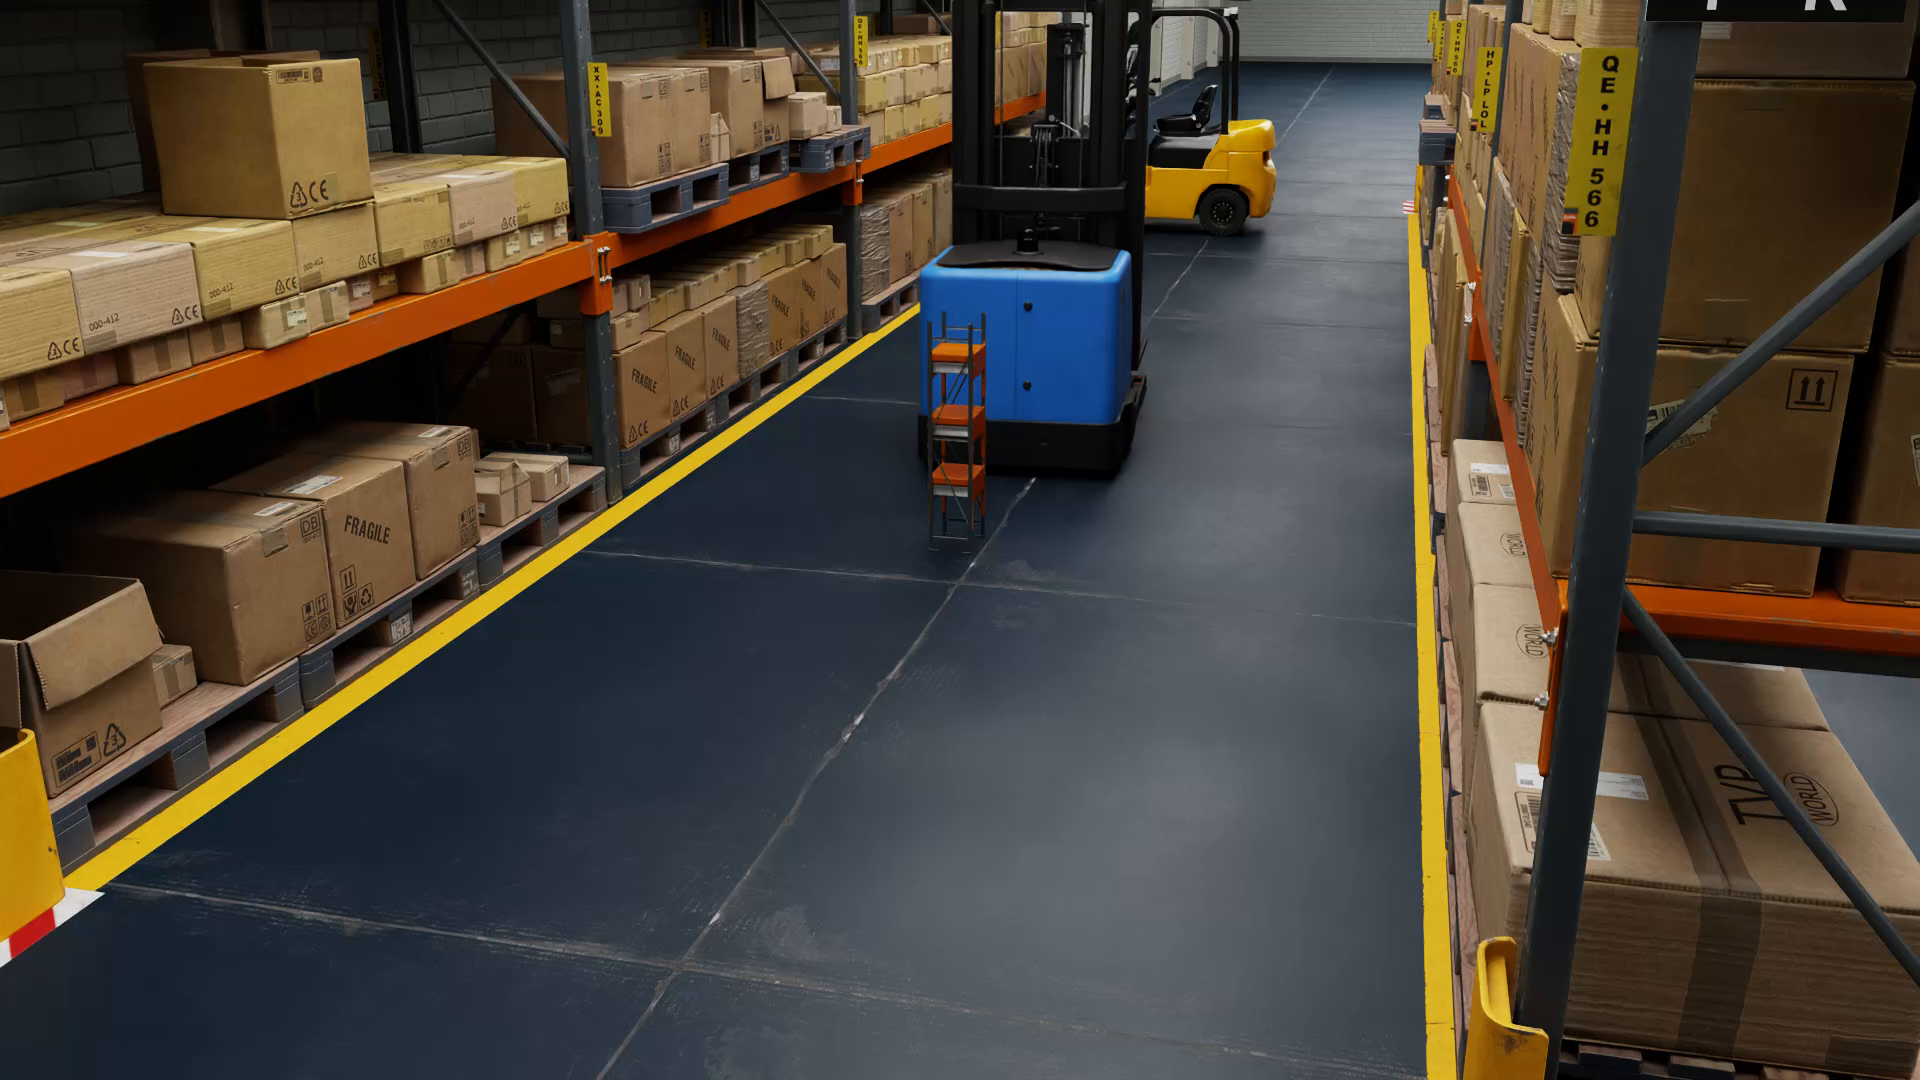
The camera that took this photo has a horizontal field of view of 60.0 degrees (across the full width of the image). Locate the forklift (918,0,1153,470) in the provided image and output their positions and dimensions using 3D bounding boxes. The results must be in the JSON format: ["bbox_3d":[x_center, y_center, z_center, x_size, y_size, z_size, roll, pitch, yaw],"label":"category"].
[{"bbox_3d":[0.540,-2.183,9.543,1.130,2.935,3.031,3,19,9],"label":"forklift"}]

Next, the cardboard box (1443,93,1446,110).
[{"bbox_3d":[3.804,-3.282,12.395,0.380,0.149,0.250,5,20,15],"label":"cardboard box"}]

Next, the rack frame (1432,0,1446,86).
[{"bbox_3d":[5.568,-5.011,17.717,1.000,3.000,0.127,5,19,13],"label":"rack frame"}]

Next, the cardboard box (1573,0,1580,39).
[{"bbox_3d":[1.894,-1.437,4.548,0.380,0.149,0.250,5,20,15],"label":"cardboard box"}]

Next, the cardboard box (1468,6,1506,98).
[{"bbox_3d":[3.144,-2.732,9.345,0.500,0.500,0.500,5,19,14],"label":"cardboard box"}]

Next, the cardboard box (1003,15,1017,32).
[{"bbox_3d":[0.335,-4.962,15.955,0.380,0.149,0.250,5,20,15],"label":"cardboard box"}]

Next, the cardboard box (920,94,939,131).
[{"bbox_3d":[-0.480,-3.425,13.305,0.500,0.250,0.500,5,20,15],"label":"cardboard box"}]

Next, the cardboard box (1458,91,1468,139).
[{"bbox_3d":[3.251,-2.530,9.911,0.500,0.250,0.500,5,19,13],"label":"cardboard box"}]

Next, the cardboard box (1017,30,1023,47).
[{"bbox_3d":[0.406,-4.900,16.234,0.380,0.149,0.250,4,19,13],"label":"cardboard box"}]

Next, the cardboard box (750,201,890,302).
[{"bbox_3d":[-1.035,-2.163,12.405,0.875,0.625,0.625,5,20,15],"label":"cardboard box"}]

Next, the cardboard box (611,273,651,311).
[{"bbox_3d":[-1.815,-1.281,8.550,0.380,0.149,0.250,4,19,11],"label":"cardboard box"}]

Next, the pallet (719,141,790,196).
[{"bbox_3d":[-1.671,-2.193,9.765,1.003,0.211,1.213,5,19,13],"label":"pallet"}]

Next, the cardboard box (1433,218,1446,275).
[{"bbox_3d":[4.293,-2.322,13.261,0.950,0.372,0.625,6,20,17],"label":"cardboard box"}]

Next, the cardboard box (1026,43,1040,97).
[{"bbox_3d":[0.516,-4.793,16.925,0.500,0.500,0.500,5,19,14],"label":"cardboard box"}]

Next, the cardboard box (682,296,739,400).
[{"bbox_3d":[-1.594,-1.114,9.525,0.500,0.500,0.500,4,19,12],"label":"cardboard box"}]

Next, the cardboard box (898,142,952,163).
[{"bbox_3d":[-0.290,-3.688,15.902,0.500,0.250,0.500,5,20,14],"label":"cardboard box"}]

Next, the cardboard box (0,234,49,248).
[{"bbox_3d":[-3.173,-0.783,5.111,0.500,0.250,0.500,5,19,14],"label":"cardboard box"}]

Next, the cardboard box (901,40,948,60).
[{"bbox_3d":[-0.308,-4.053,13.753,0.380,0.149,0.250,4,19,12],"label":"cardboard box"}]

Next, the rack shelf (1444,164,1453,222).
[{"bbox_3d":[4.103,-2.790,12.327,1.077,0.370,4.000,5,19,13],"label":"rack shelf"}]

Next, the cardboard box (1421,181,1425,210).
[{"bbox_3d":[4.971,-3.518,16.950,0.500,0.250,0.500,5,20,15],"label":"cardboard box"}]

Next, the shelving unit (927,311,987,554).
[{"bbox_3d":[-0.013,-0.480,7.469,0.215,1.050,0.252,5,19,13],"label":"shelving unit"}]

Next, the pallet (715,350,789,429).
[{"bbox_3d":[-1.719,-0.962,10.178,1.003,0.211,1.213,5,19,13],"label":"pallet"}]

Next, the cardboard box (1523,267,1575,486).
[{"bbox_3d":[1.658,-0.371,3.979,0.500,0.500,0.500,4,19,12],"label":"cardboard box"}]

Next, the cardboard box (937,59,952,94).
[{"bbox_3d":[-0.344,-3.818,13.683,0.500,0.250,0.500,5,19,14],"label":"cardboard box"}]

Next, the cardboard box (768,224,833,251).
[{"bbox_3d":[-1.075,-2.042,11.240,0.380,0.149,0.250,4,19,11],"label":"cardboard box"}]

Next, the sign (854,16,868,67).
[{"bbox_3d":[-0.672,-3.365,11.229,0.100,0.325,0.005,5,19,13],"label":"sign"}]

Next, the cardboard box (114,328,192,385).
[{"bbox_3d":[-2.640,-0.592,5.169,0.380,0.149,0.250,5,20,15],"label":"cardboard box"}]

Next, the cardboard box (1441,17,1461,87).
[{"bbox_3d":[3.943,-3.709,12.640,0.500,0.500,0.500,5,19,13],"label":"cardboard box"}]

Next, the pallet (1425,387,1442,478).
[{"bbox_3d":[3.048,-0.561,9.004,1.003,0.211,1.213,5,19,13],"label":"pallet"}]

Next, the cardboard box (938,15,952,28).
[{"bbox_3d":[-0.285,-4.926,15.851,0.380,0.149,0.250,4,19,13],"label":"cardboard box"}]

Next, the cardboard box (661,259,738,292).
[{"bbox_3d":[-1.536,-1.556,9.816,0.380,0.149,0.250,5,19,14],"label":"cardboard box"}]

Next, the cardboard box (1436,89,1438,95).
[{"bbox_3d":[4.738,-4.243,15.858,0.380,0.149,0.250,5,19,14],"label":"cardboard box"}]

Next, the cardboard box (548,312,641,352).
[{"bbox_3d":[-1.832,-1.055,8.348,0.380,0.149,0.250,6,20,16],"label":"cardboard box"}]

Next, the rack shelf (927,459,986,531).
[{"bbox_3d":[-0.013,-0.207,7.562,0.215,0.259,0.240,5,19,13],"label":"rack shelf"}]

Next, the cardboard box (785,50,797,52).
[{"bbox_3d":[-1.361,-3.457,12.010,0.380,0.149,0.250,5,20,15],"label":"cardboard box"}]

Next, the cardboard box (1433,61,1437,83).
[{"bbox_3d":[4.937,-4.750,16.338,0.500,0.500,0.500,4,19,12],"label":"cardboard box"}]

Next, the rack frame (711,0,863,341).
[{"bbox_3d":[-1.200,-2.894,11.520,1.000,3.000,0.127,5,19,13],"label":"rack frame"}]

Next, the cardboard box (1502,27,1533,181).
[{"bbox_3d":[2.156,-1.482,5.684,0.500,0.500,0.500,4,19,13],"label":"cardboard box"}]

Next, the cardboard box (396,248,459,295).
[{"bbox_3d":[-2.219,-1.073,6.576,0.380,0.149,0.250,4,19,13],"label":"cardboard box"}]

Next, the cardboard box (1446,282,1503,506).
[{"bbox_3d":[2.710,-0.643,7.568,0.875,0.875,0.875,5,20,15],"label":"cardboard box"}]

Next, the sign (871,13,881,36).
[{"bbox_3d":[-0.762,-4.638,15.165,0.100,0.325,0.005,5,19,13],"label":"sign"}]

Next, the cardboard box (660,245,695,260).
[{"bbox_3d":[-1.877,-1.749,10.382,0.380,0.149,0.250,4,19,12],"label":"cardboard box"}]

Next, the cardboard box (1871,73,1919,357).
[{"bbox_3d":[2.053,-0.644,3.231,0.500,0.500,0.500,4,19,12],"label":"cardboard box"}]

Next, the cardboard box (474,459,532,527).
[{"bbox_3d":[-2.116,-0.236,7.317,0.396,0.266,0.258,5,20,15],"label":"cardboard box"}]

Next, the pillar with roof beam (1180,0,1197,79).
[{"bbox_3d":[9.749,-15.276,38.489,9.100,9.000,0.400,5,19,13],"label":"pillar with roof beam"}]

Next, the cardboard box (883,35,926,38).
[{"bbox_3d":[-0.517,-4.409,14.797,0.380,0.149,0.250,4,19,12],"label":"cardboard box"}]

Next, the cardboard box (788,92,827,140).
[{"bbox_3d":[-1.144,-2.666,10.433,0.500,0.250,0.500,4,19,11],"label":"cardboard box"}]

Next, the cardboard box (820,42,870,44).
[{"bbox_3d":[-0.935,-3.935,13.408,0.380,0.149,0.250,5,19,14],"label":"cardboard box"}]

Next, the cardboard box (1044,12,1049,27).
[{"bbox_3d":[0.714,-5.441,17.359,0.380,0.149,0.250,5,20,15],"label":"cardboard box"}]

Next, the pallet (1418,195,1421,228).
[{"bbox_3d":[5.317,-3.415,17.361,1.003,0.211,1.213,5,19,13],"label":"pallet"}]

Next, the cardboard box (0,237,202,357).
[{"bbox_3d":[-2.660,-0.735,4.972,0.500,0.250,0.500,5,19,14],"label":"cardboard box"}]

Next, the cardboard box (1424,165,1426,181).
[{"bbox_3d":[4.974,-3.860,16.793,0.500,0.500,0.500,4,19,11],"label":"cardboard box"}]

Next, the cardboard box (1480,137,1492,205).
[{"bbox_3d":[2.509,-1.573,7.109,0.500,0.250,0.500,5,19,13],"label":"cardboard box"}]

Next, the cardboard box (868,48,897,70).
[{"bbox_3d":[-0.683,-3.574,12.353,0.380,0.149,0.250,5,19,14],"label":"cardboard box"}]

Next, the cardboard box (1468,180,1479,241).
[{"bbox_3d":[2.627,-1.499,7.666,0.500,0.250,0.500,4,19,13],"label":"cardboard box"}]

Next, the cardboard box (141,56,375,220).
[{"bbox_3d":[-2.417,-1.402,5.764,0.500,0.500,0.500,5,20,15],"label":"cardboard box"}]
